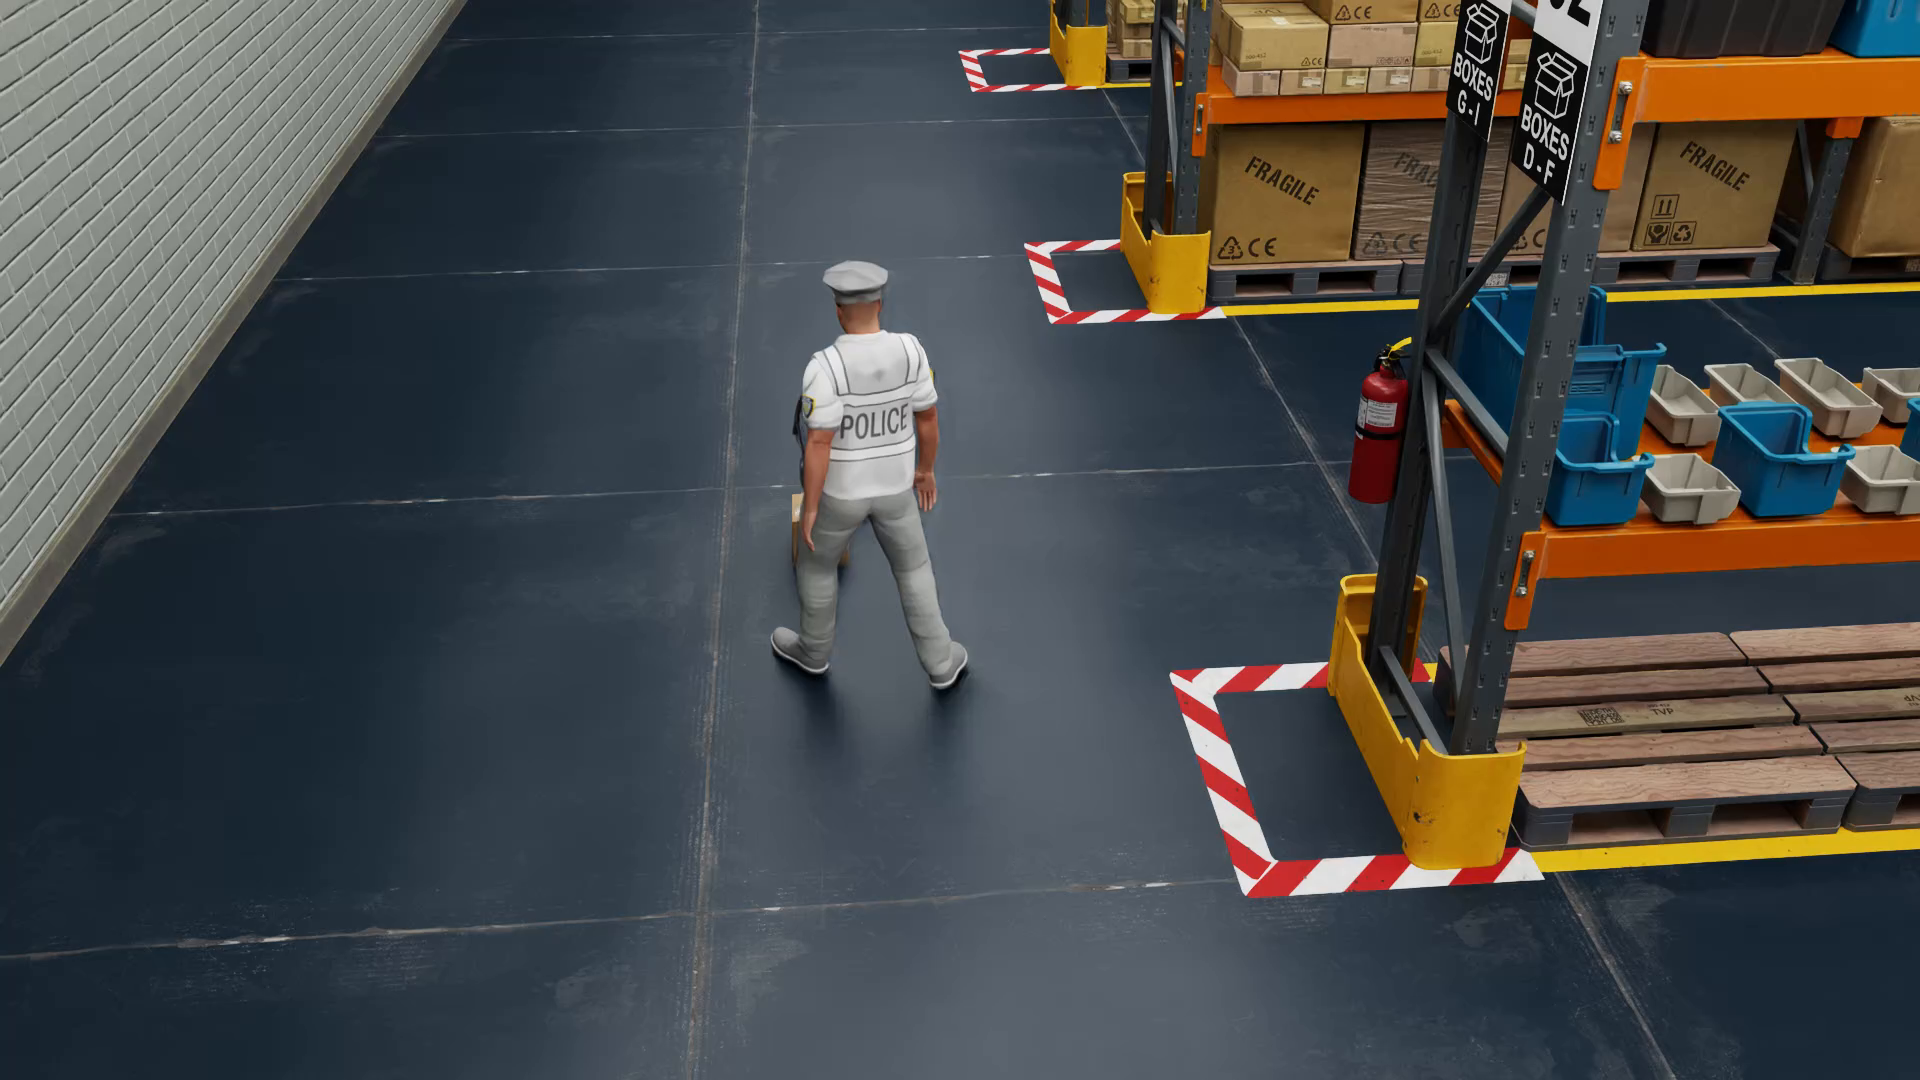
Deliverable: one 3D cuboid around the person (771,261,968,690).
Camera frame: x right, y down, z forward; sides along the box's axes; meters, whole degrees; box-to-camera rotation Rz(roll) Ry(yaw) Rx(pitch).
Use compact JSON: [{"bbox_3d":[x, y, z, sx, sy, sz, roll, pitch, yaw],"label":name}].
[{"bbox_3d":[-0.353,-0.221,6.494,0.701,1.723,0.705,-15,34,-23],"label":"person"}]
